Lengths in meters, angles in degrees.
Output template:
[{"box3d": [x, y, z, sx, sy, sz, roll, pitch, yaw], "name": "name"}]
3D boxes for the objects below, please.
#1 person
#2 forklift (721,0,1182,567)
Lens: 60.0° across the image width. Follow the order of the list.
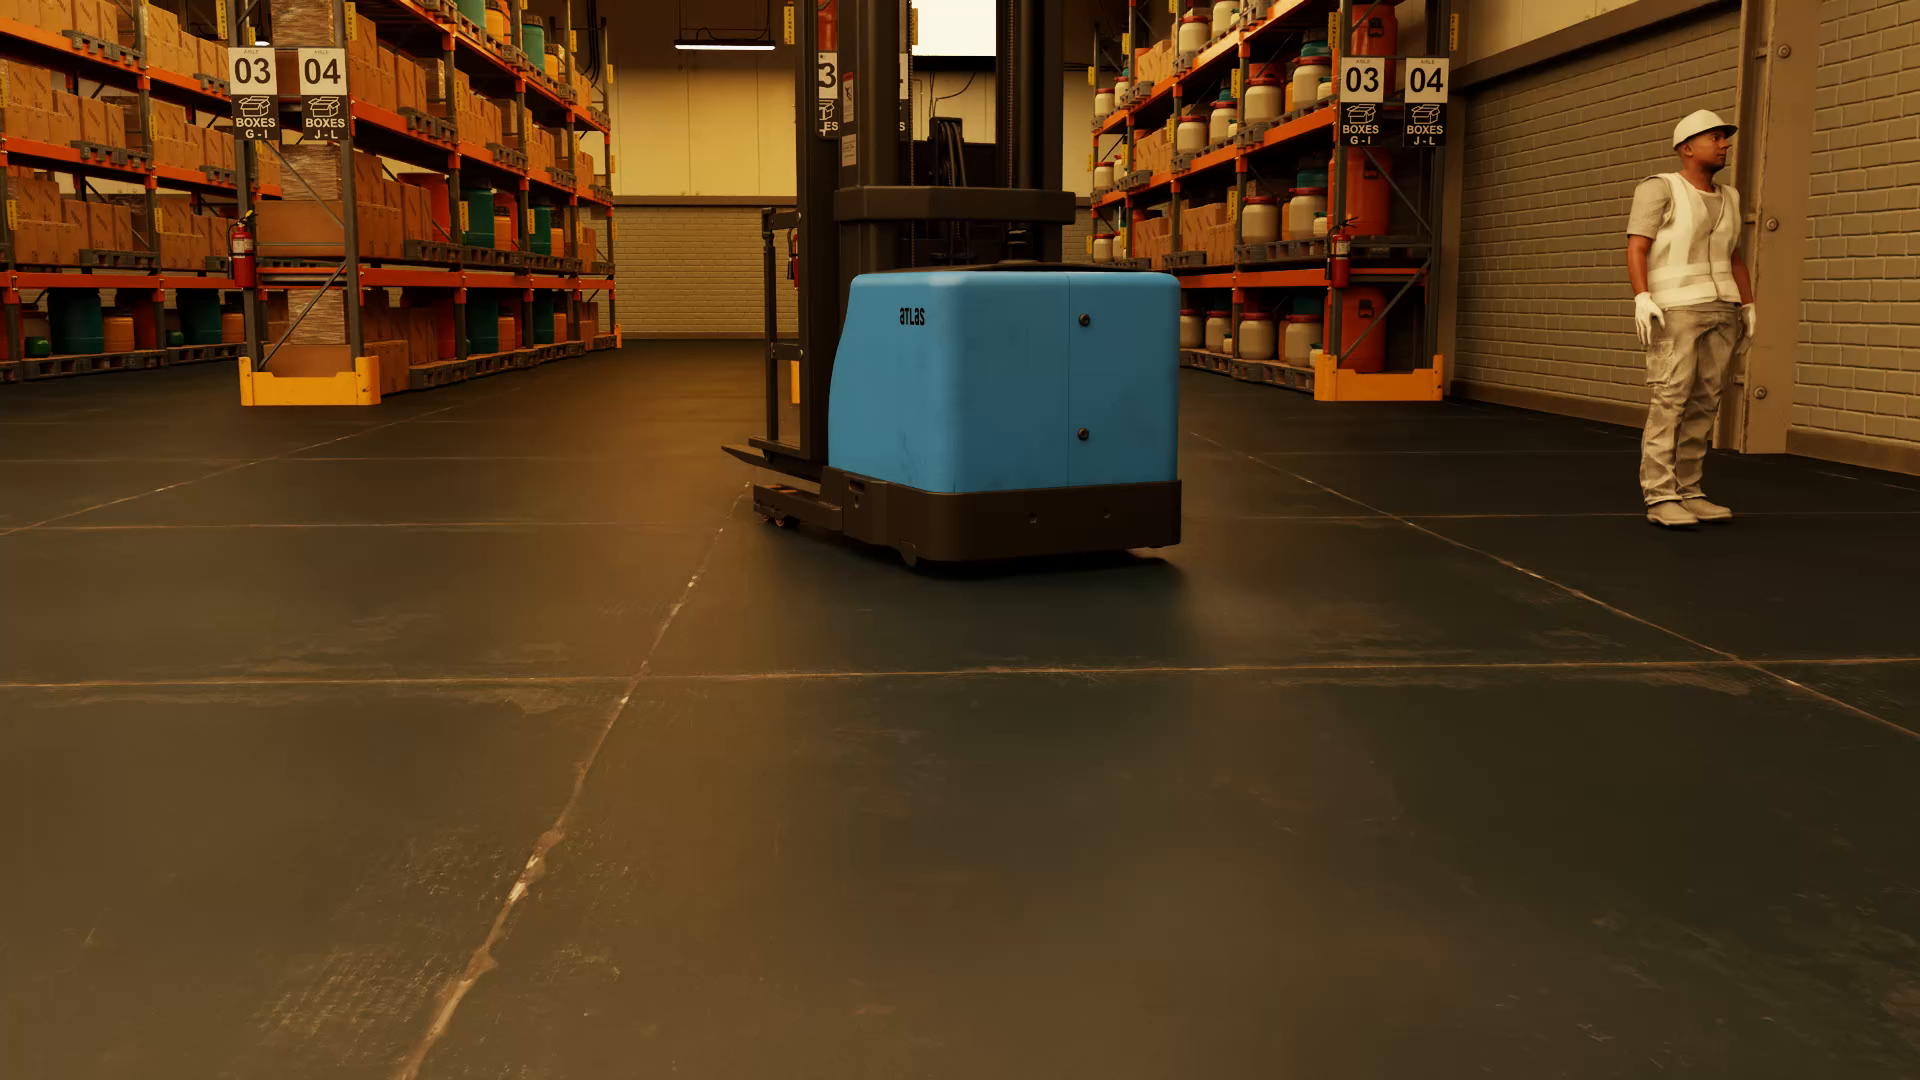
[{"box3d": [3.244, -0.974, 7.250, 0.655, 1.785, 0.576, -3, 9, -21], "name": "person"}, {"box3d": [-0.264, -1.530, 7.137, 1.130, 2.935, 3.031, -4, 9, -25], "name": "forklift"}]
